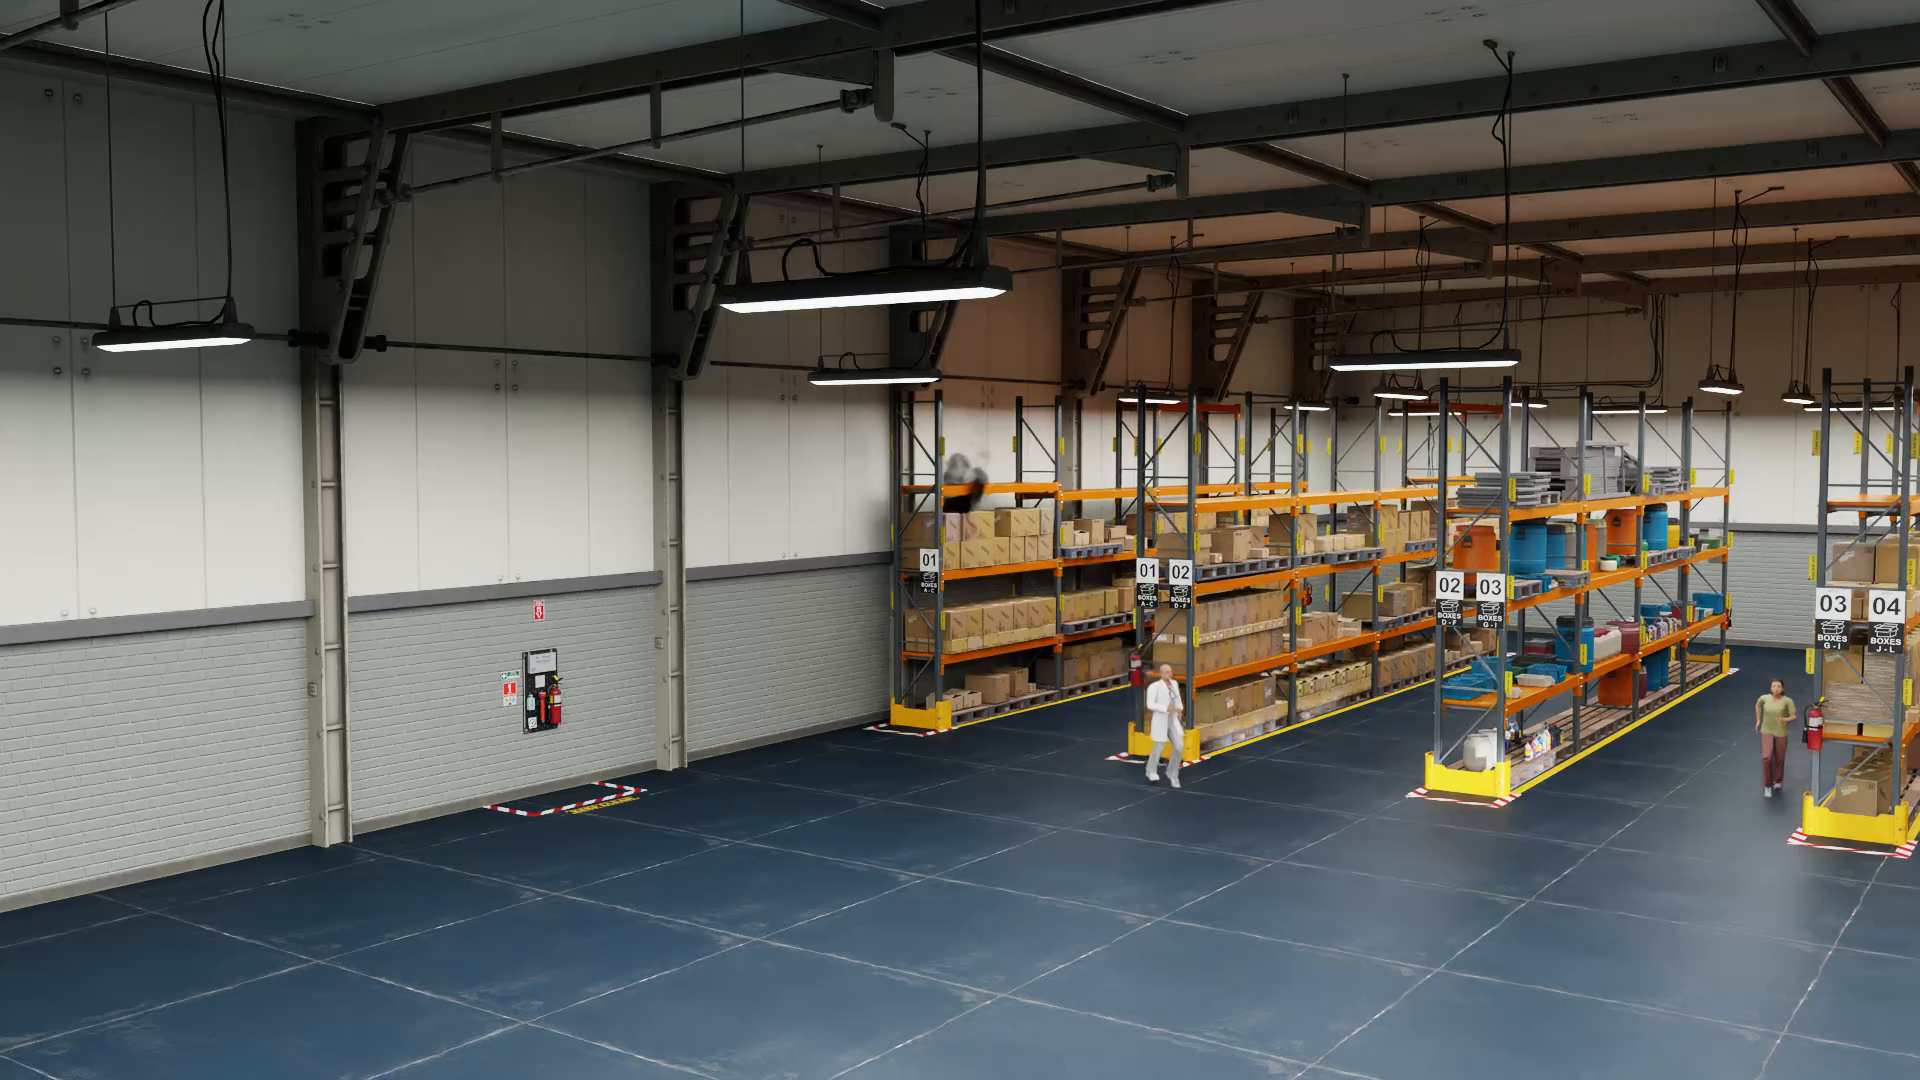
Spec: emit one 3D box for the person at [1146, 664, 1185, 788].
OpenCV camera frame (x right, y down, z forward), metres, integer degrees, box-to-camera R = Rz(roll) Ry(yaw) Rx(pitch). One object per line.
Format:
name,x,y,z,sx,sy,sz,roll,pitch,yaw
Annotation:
person,3.039,2.752,24.504,0.729,1.856,0.818,-2,4,-27

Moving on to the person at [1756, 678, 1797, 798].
person,11.695,2.826,23.849,0.540,1.717,0.807,2,4,28
